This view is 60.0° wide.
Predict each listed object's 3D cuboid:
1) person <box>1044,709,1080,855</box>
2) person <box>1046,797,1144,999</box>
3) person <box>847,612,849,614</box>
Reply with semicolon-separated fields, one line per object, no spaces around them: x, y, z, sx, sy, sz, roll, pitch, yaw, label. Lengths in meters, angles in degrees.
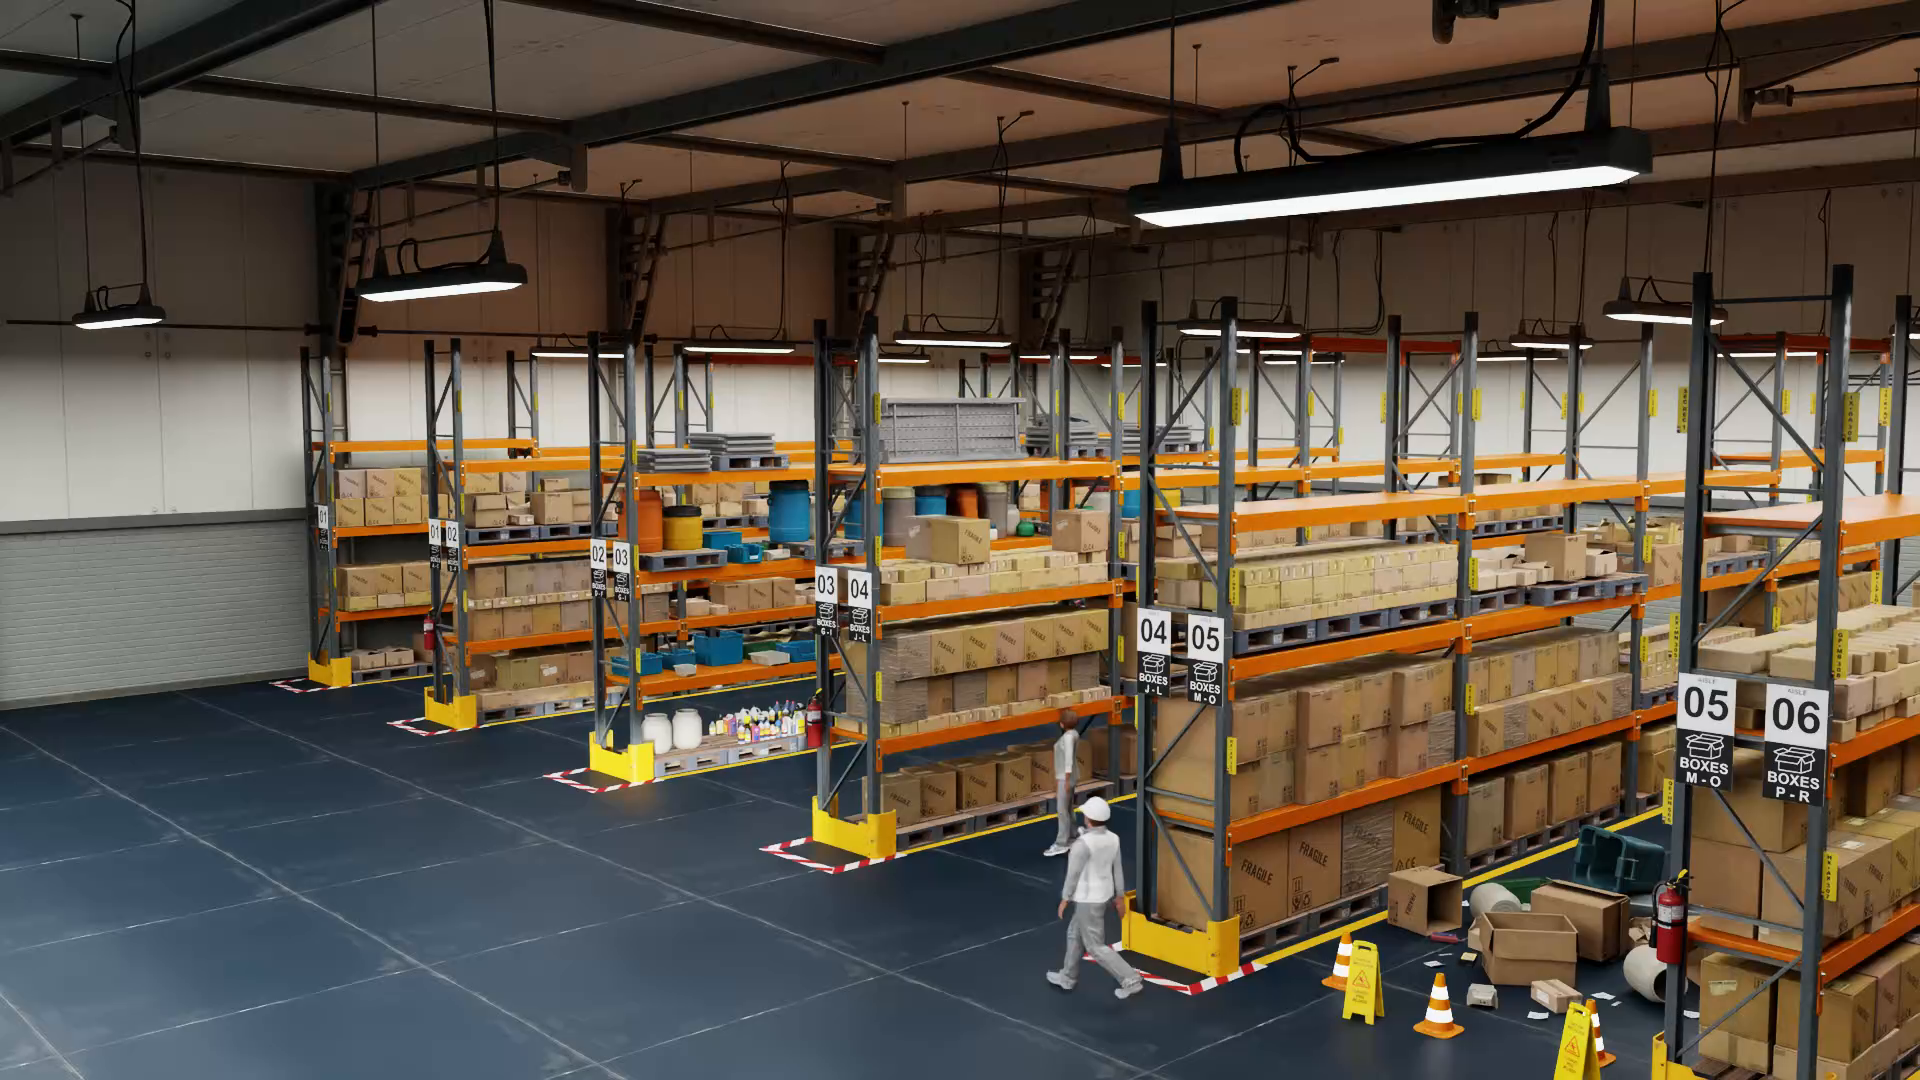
1.154;2.718;18.755;0.397;1.605;0.507;0;5;5;person
1.130;3.054;14.186;0.981;1.747;0.507;2;5;24;person
-1.584;1.906;26.514;0.650;1.808;0.379;1;5;16;person
